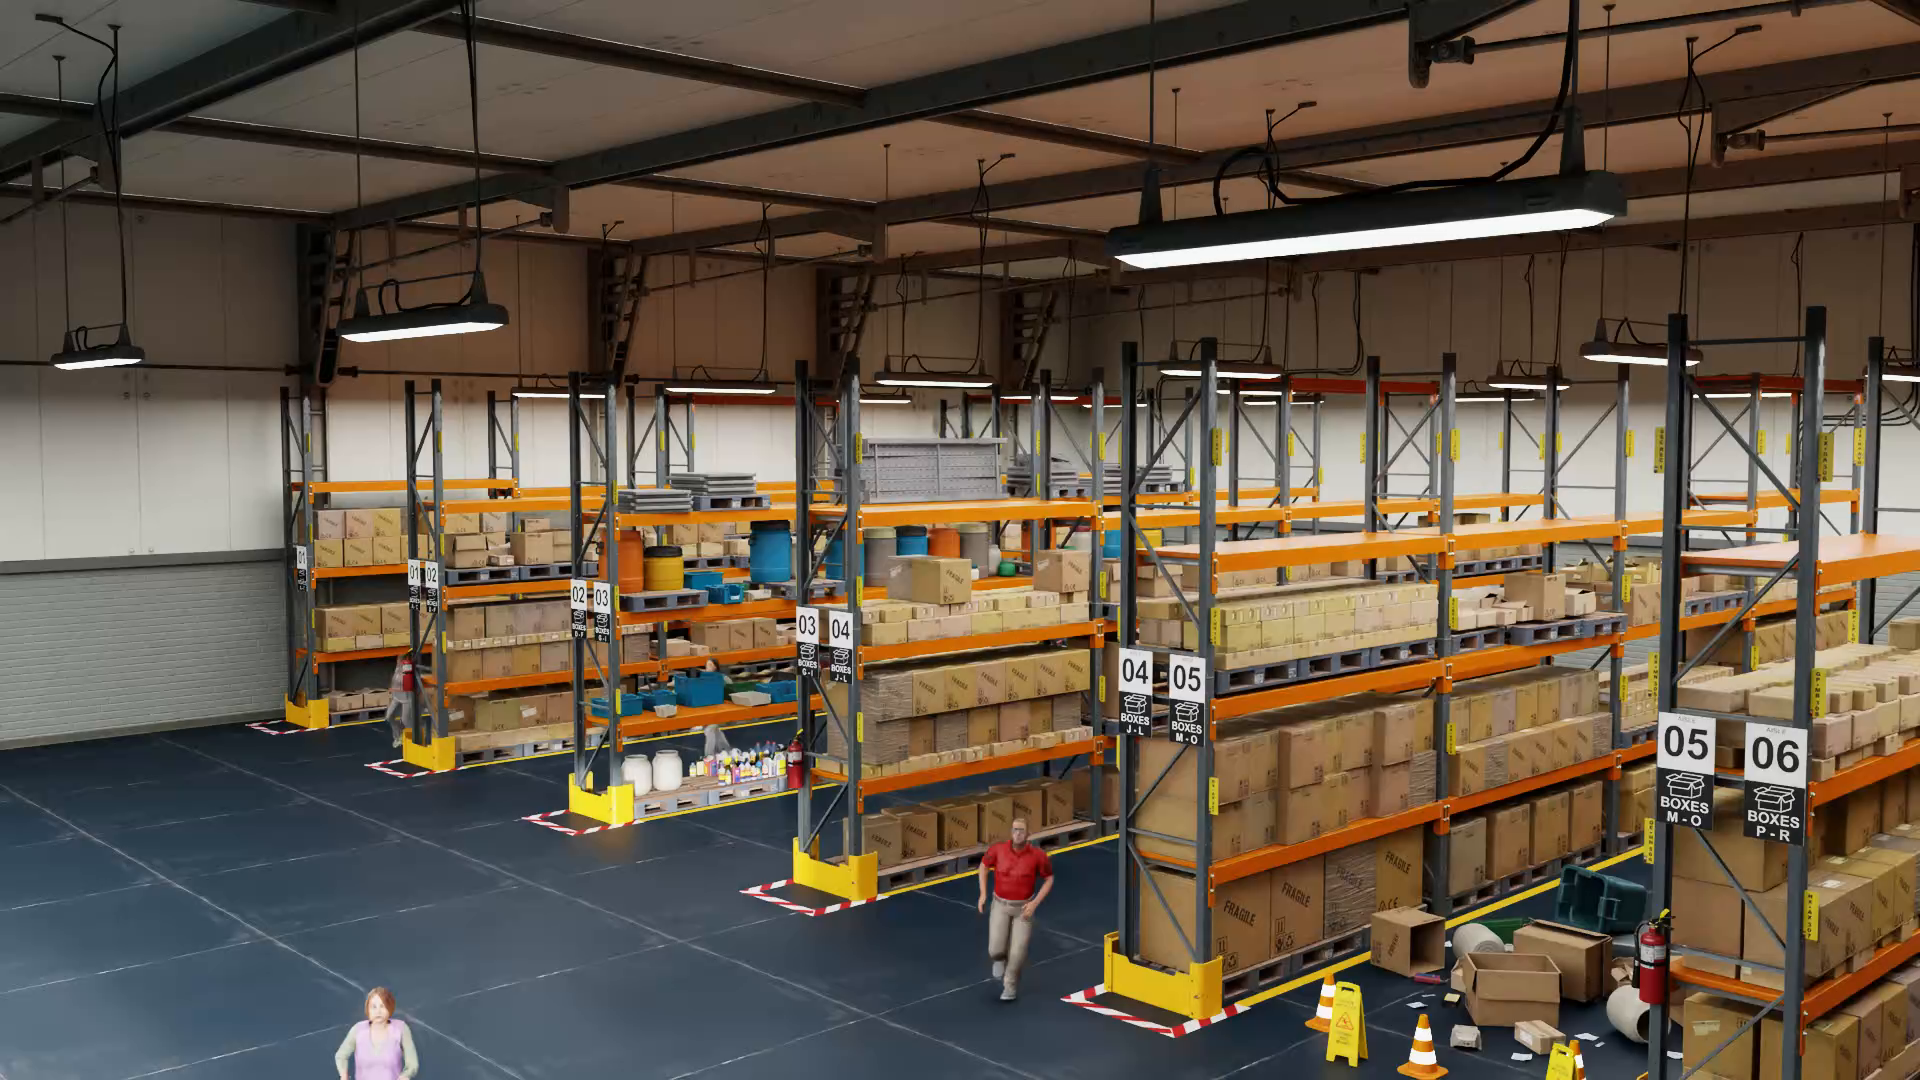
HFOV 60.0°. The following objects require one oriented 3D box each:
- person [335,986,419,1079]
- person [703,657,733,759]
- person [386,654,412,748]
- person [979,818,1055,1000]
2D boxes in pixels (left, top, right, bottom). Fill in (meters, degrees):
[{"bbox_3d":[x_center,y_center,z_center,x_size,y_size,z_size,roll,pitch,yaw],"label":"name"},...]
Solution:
[{"bbox_3d":[-3.781,3.690,10.795,0.522,1.557,0.549,-1,4,-18],"label":"person"},{"bbox_3d":[-3.831,2.676,25.936,0.554,1.714,0.786,2,4,34],"label":"person"},{"bbox_3d":[-9.094,2.646,27.273,0.531,1.576,0.614,2,4,28],"label":"person"},{"bbox_3d":[0.516,3.360,15.254,0.706,1.661,0.570,0,4,8],"label":"person"}]
